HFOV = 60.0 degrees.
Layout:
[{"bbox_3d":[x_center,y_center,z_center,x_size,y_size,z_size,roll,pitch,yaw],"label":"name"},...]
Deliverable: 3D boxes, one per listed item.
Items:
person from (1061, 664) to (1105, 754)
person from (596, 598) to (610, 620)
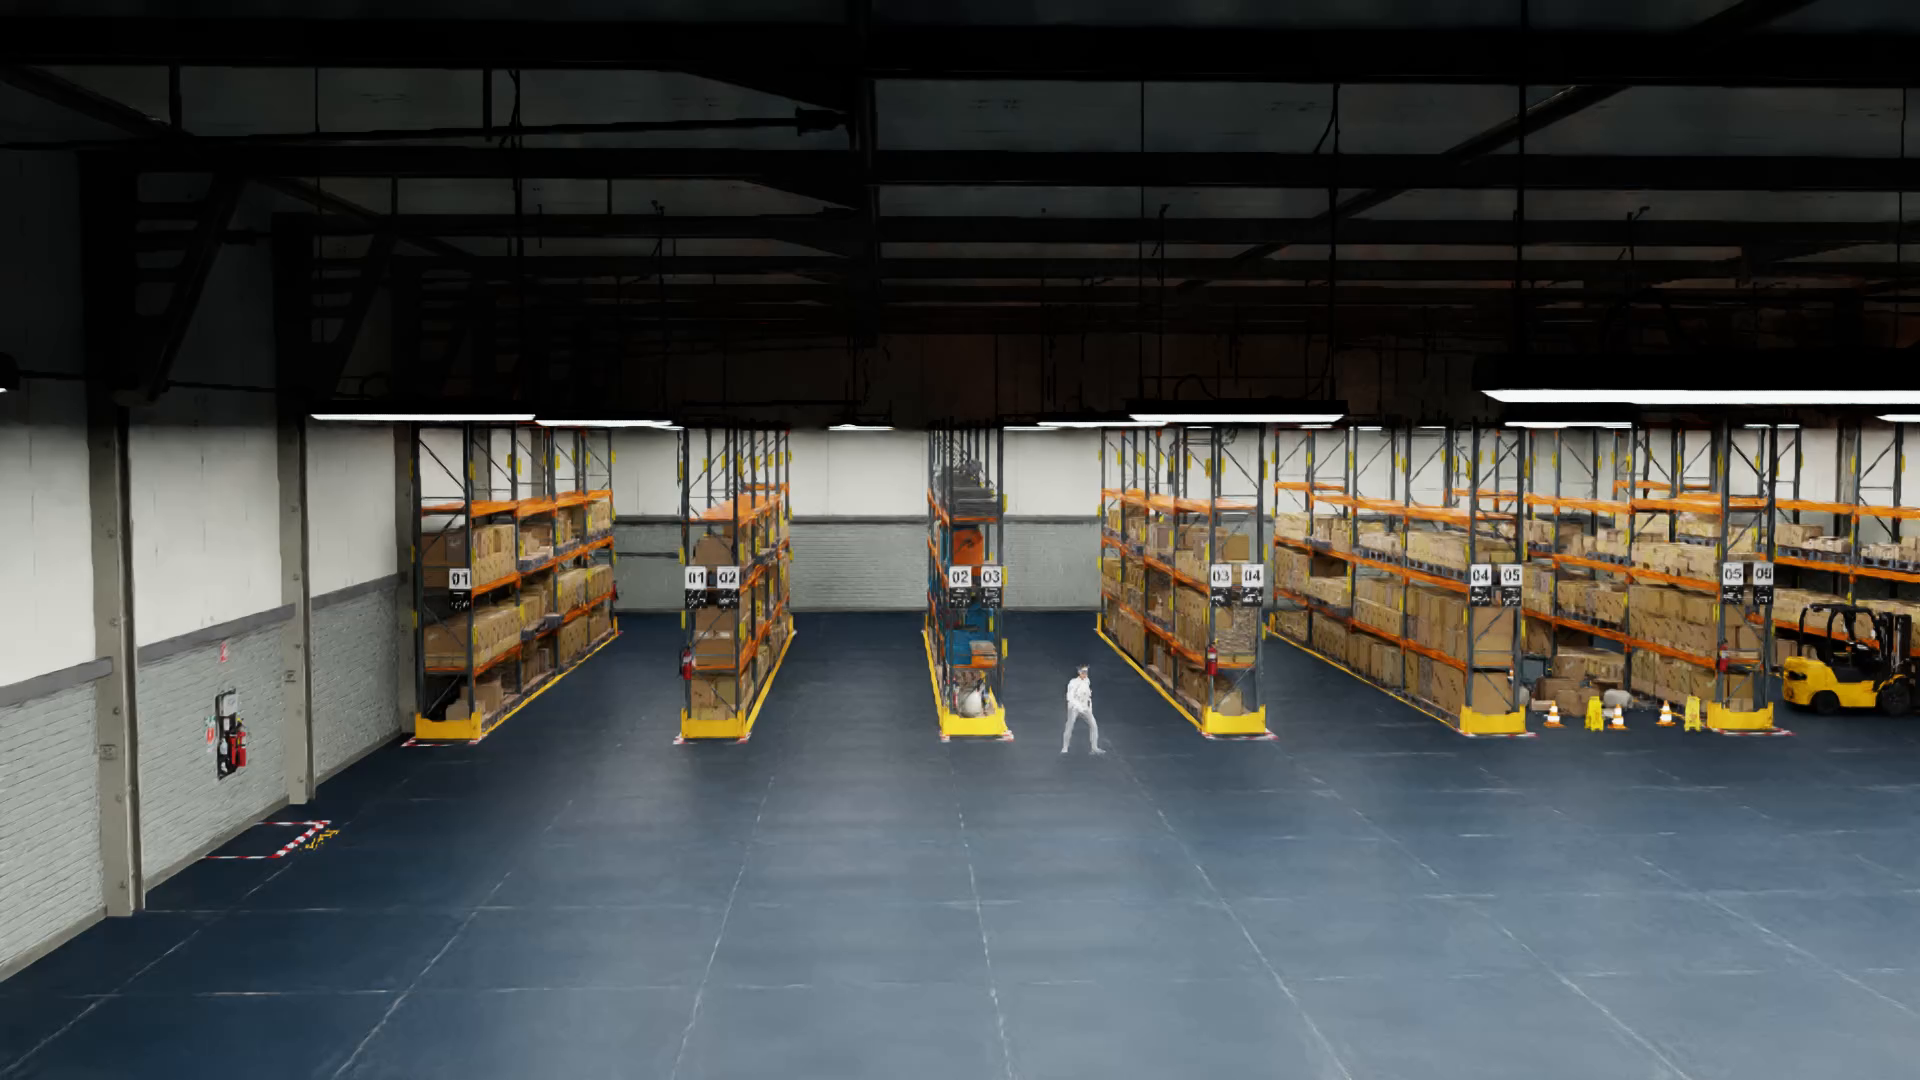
[{"bbox_3d":[2.133,2.988,29.504,0.640,1.613,0.771,-2,4,-22],"label":"person"},{"bbox_3d":[-10.438,1.674,48.359,0.564,1.762,0.733,3,5,34],"label":"person"}]
